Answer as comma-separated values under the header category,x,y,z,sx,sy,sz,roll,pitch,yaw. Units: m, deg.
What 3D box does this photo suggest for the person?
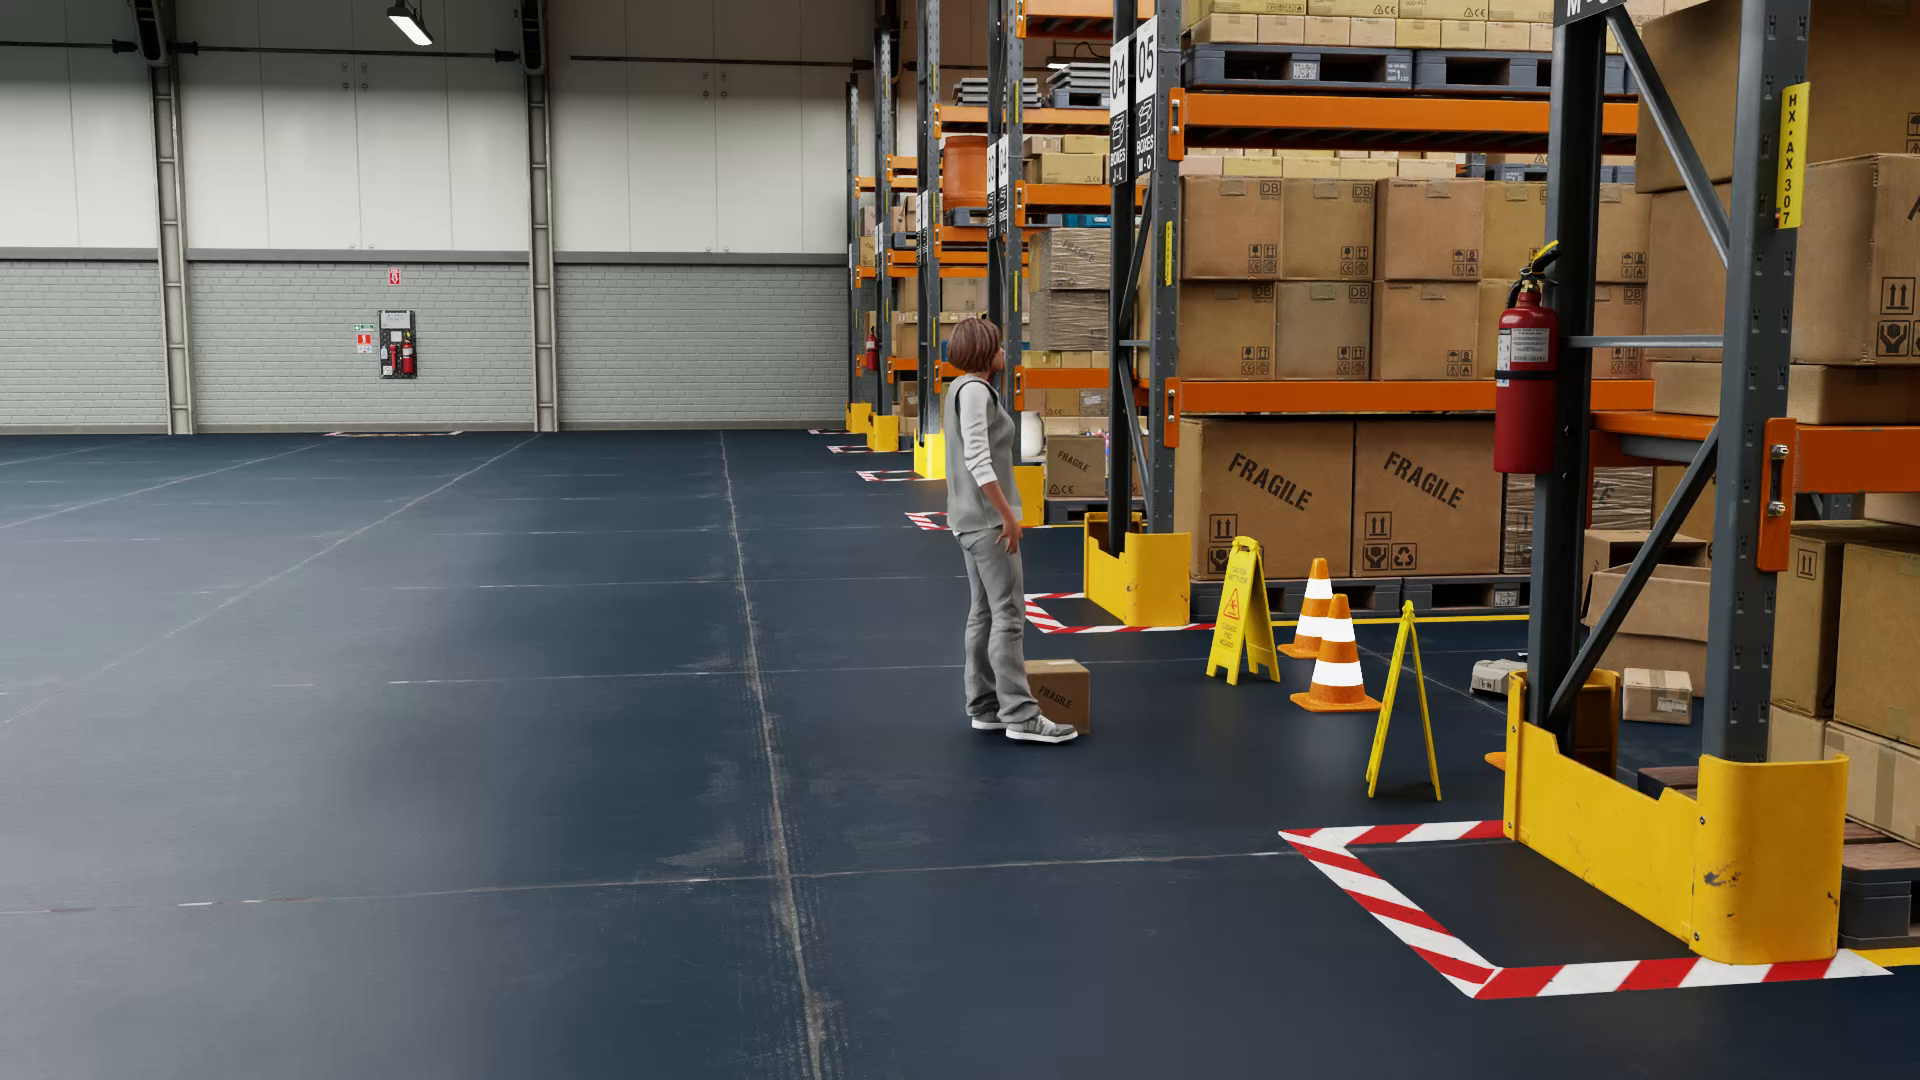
category,x,y,z,sx,sy,sz,roll,pitch,yaw
person,0.177,-0.051,6.383,0.475,1.596,0.520,-1,7,-9
